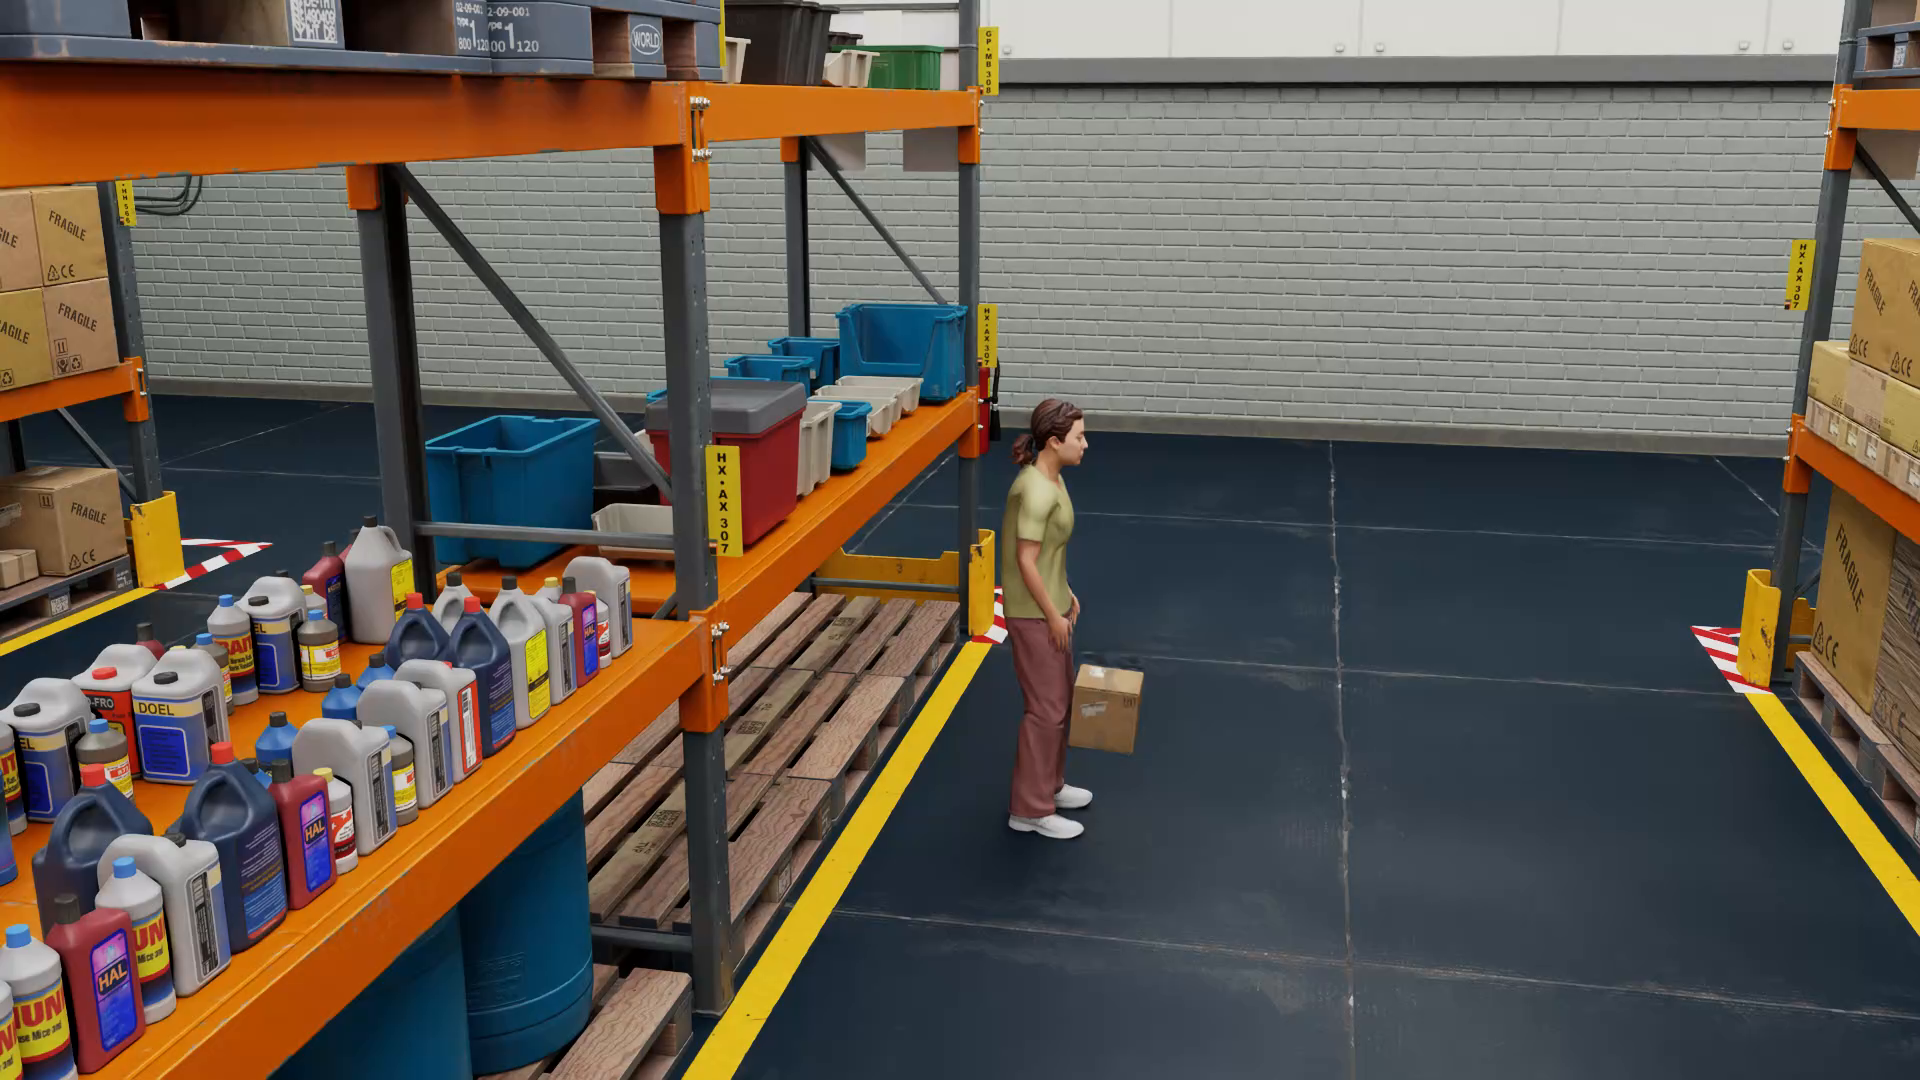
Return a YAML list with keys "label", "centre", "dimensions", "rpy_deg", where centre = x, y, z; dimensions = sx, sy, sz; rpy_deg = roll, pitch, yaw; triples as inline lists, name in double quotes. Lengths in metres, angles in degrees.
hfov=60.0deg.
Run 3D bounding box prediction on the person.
- label: "person"
  centre: [0.337, 0.284, 6.429]
  dimensions: [0.359, 1.675, 0.483]
  rpy_deg: [3, 15, 10]
